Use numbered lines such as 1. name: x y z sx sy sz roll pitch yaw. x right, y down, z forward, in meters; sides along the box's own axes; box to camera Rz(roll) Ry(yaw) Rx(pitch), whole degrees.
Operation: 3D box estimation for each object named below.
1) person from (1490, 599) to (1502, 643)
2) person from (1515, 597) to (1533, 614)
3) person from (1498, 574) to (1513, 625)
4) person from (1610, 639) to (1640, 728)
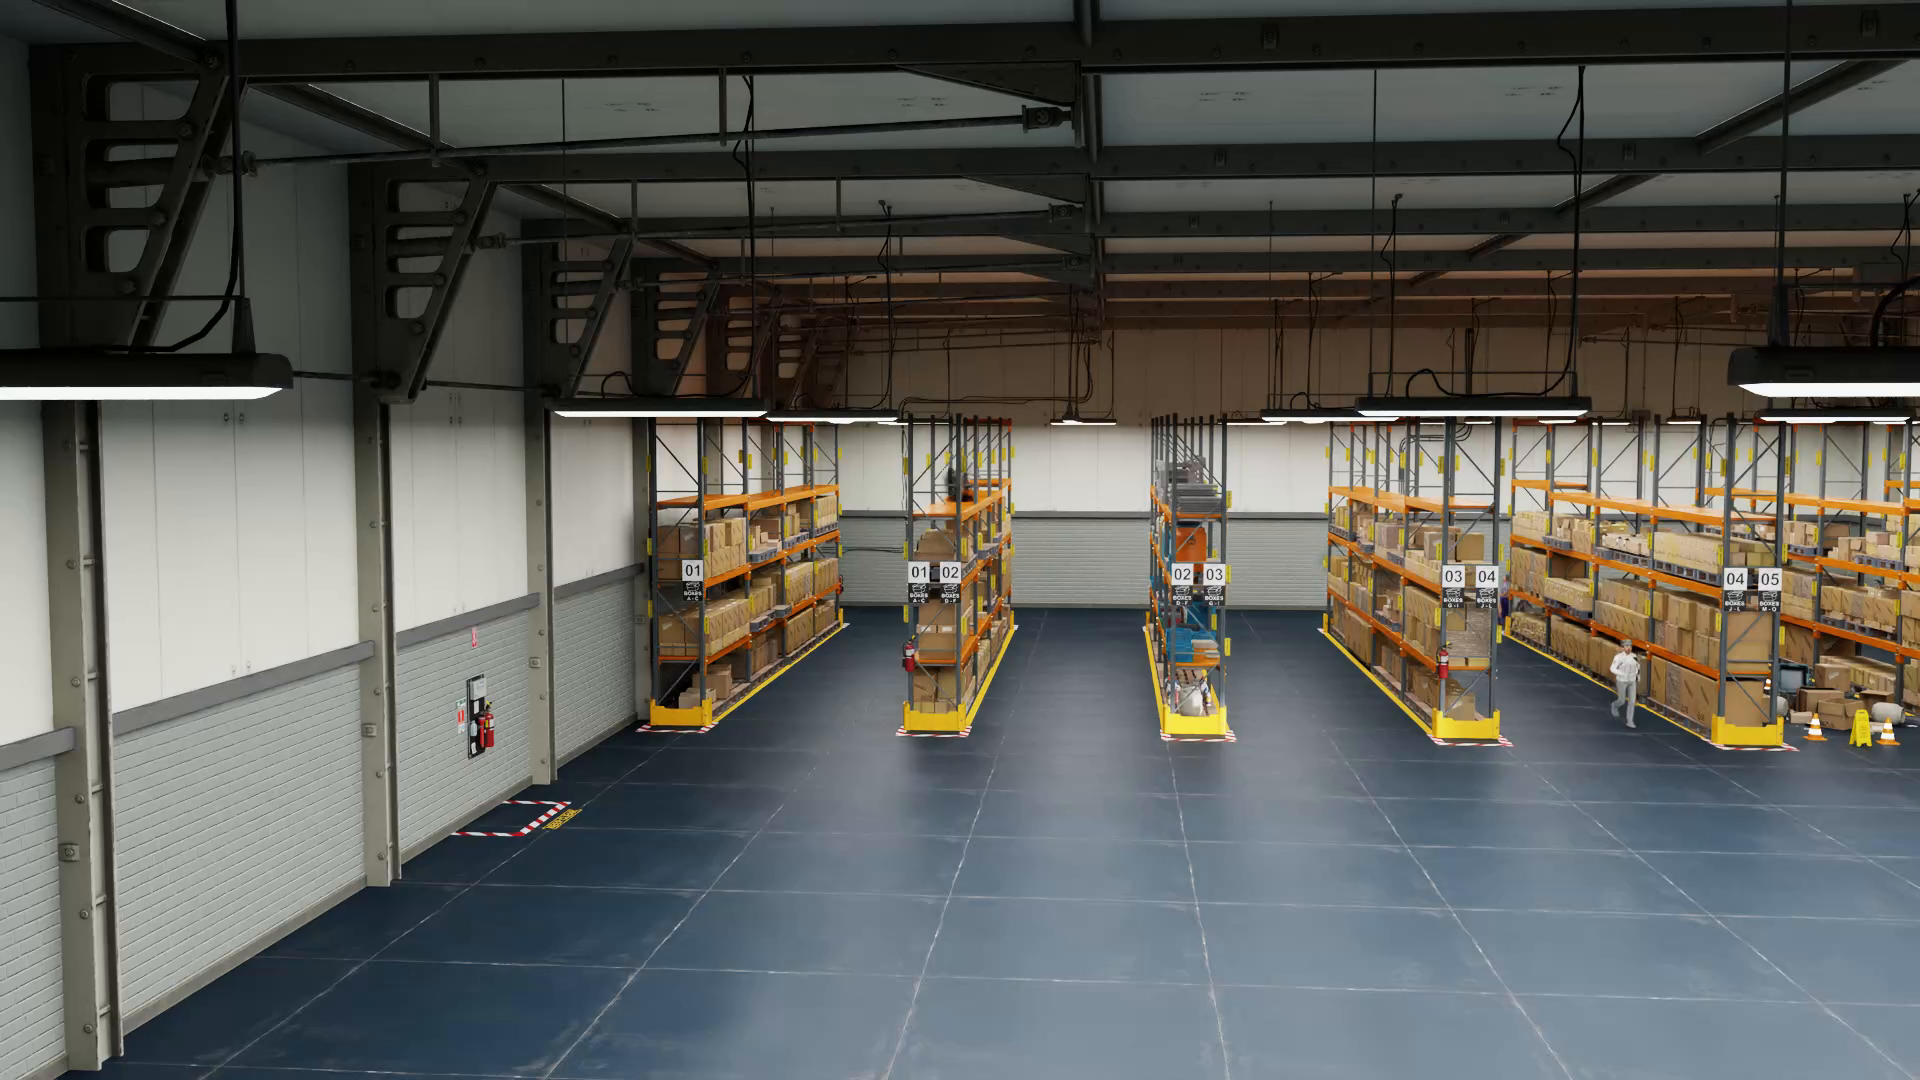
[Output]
1. person: 13.666 2.030 42.793 0.566 1.624 0.546 0 4 3
2. person: 16.159 1.707 47.382 0.816 1.693 0.597 1 4 9
3. person: 15.527 1.778 47.452 0.683 1.615 0.654 1 4 13
4. person: 12.813 2.722 31.955 0.618 1.669 0.890 0 4 -2
